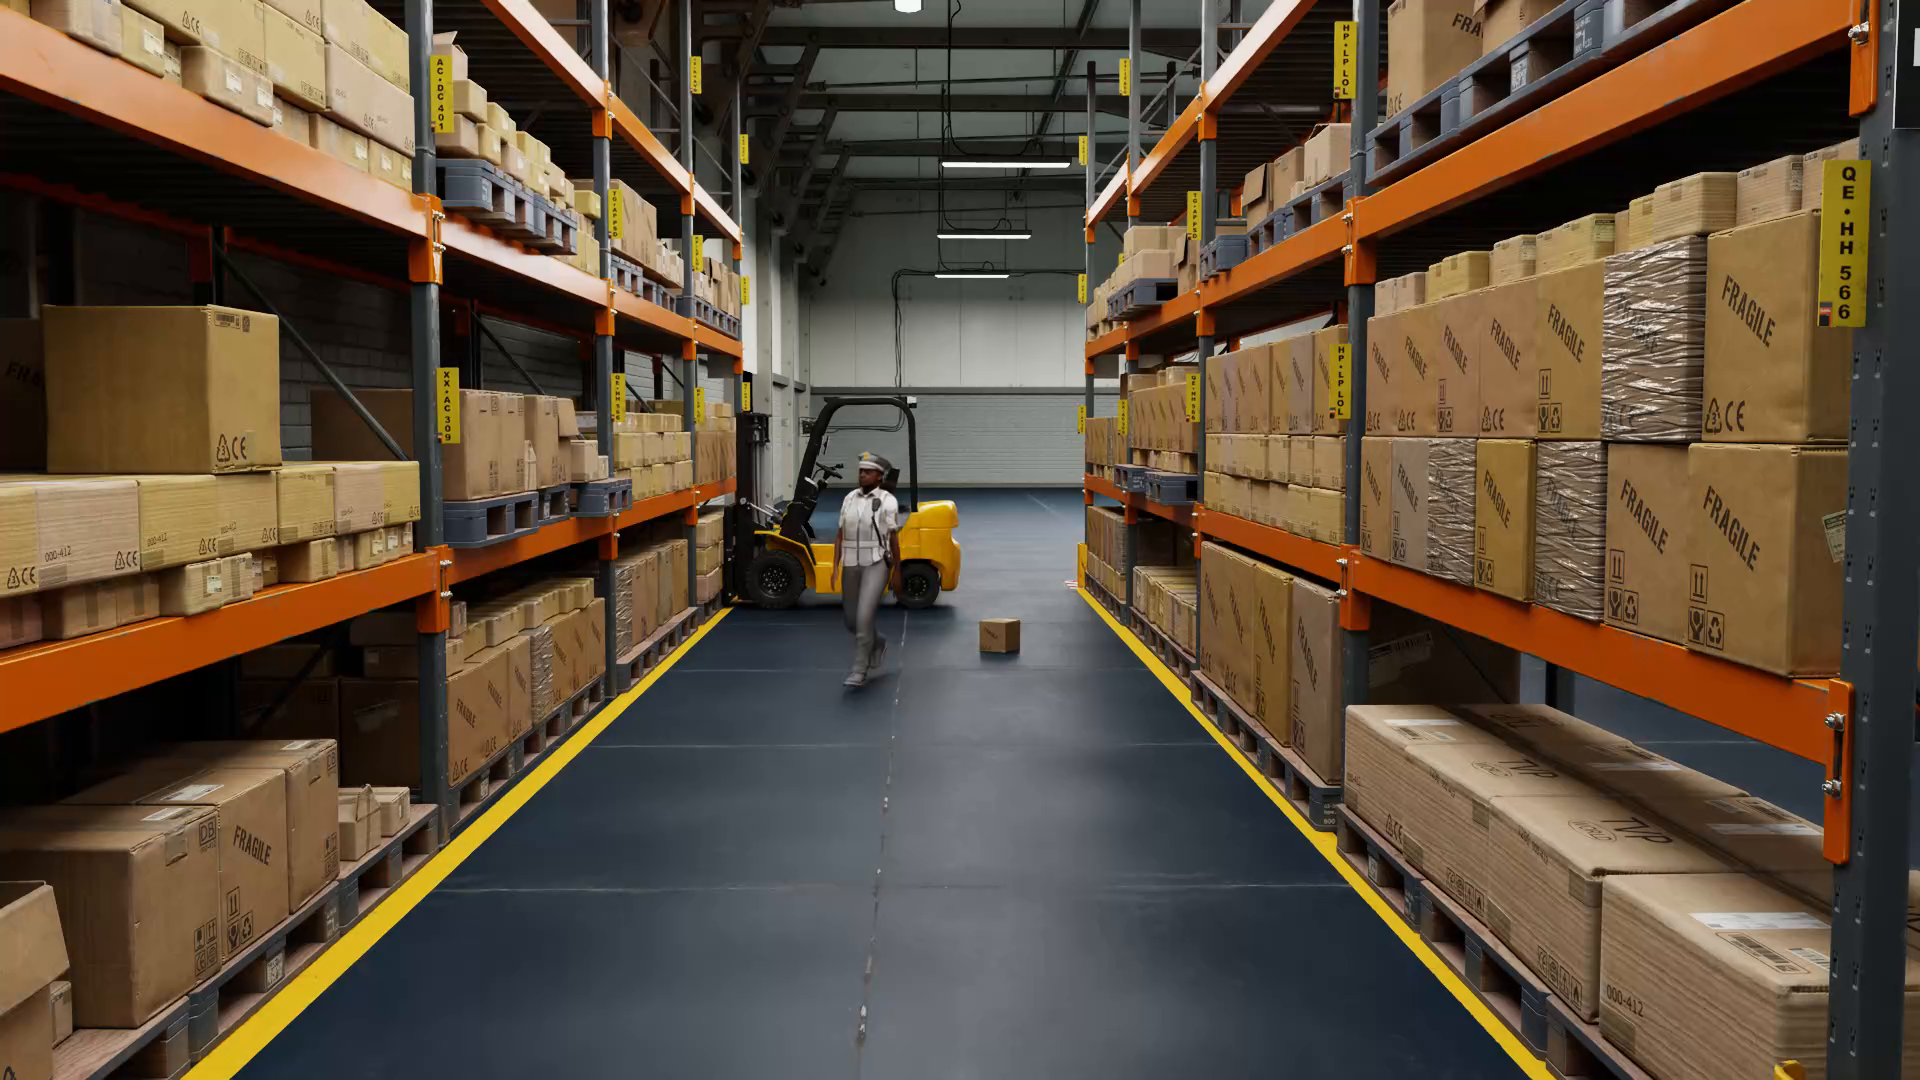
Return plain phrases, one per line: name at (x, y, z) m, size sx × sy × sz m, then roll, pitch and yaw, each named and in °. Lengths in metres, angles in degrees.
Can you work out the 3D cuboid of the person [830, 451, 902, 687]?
person at (-0.670, 0.188, 11.931) m, size 0.463 × 1.645 × 0.903 m, roll 2°, pitch 4°, yaw 24°
